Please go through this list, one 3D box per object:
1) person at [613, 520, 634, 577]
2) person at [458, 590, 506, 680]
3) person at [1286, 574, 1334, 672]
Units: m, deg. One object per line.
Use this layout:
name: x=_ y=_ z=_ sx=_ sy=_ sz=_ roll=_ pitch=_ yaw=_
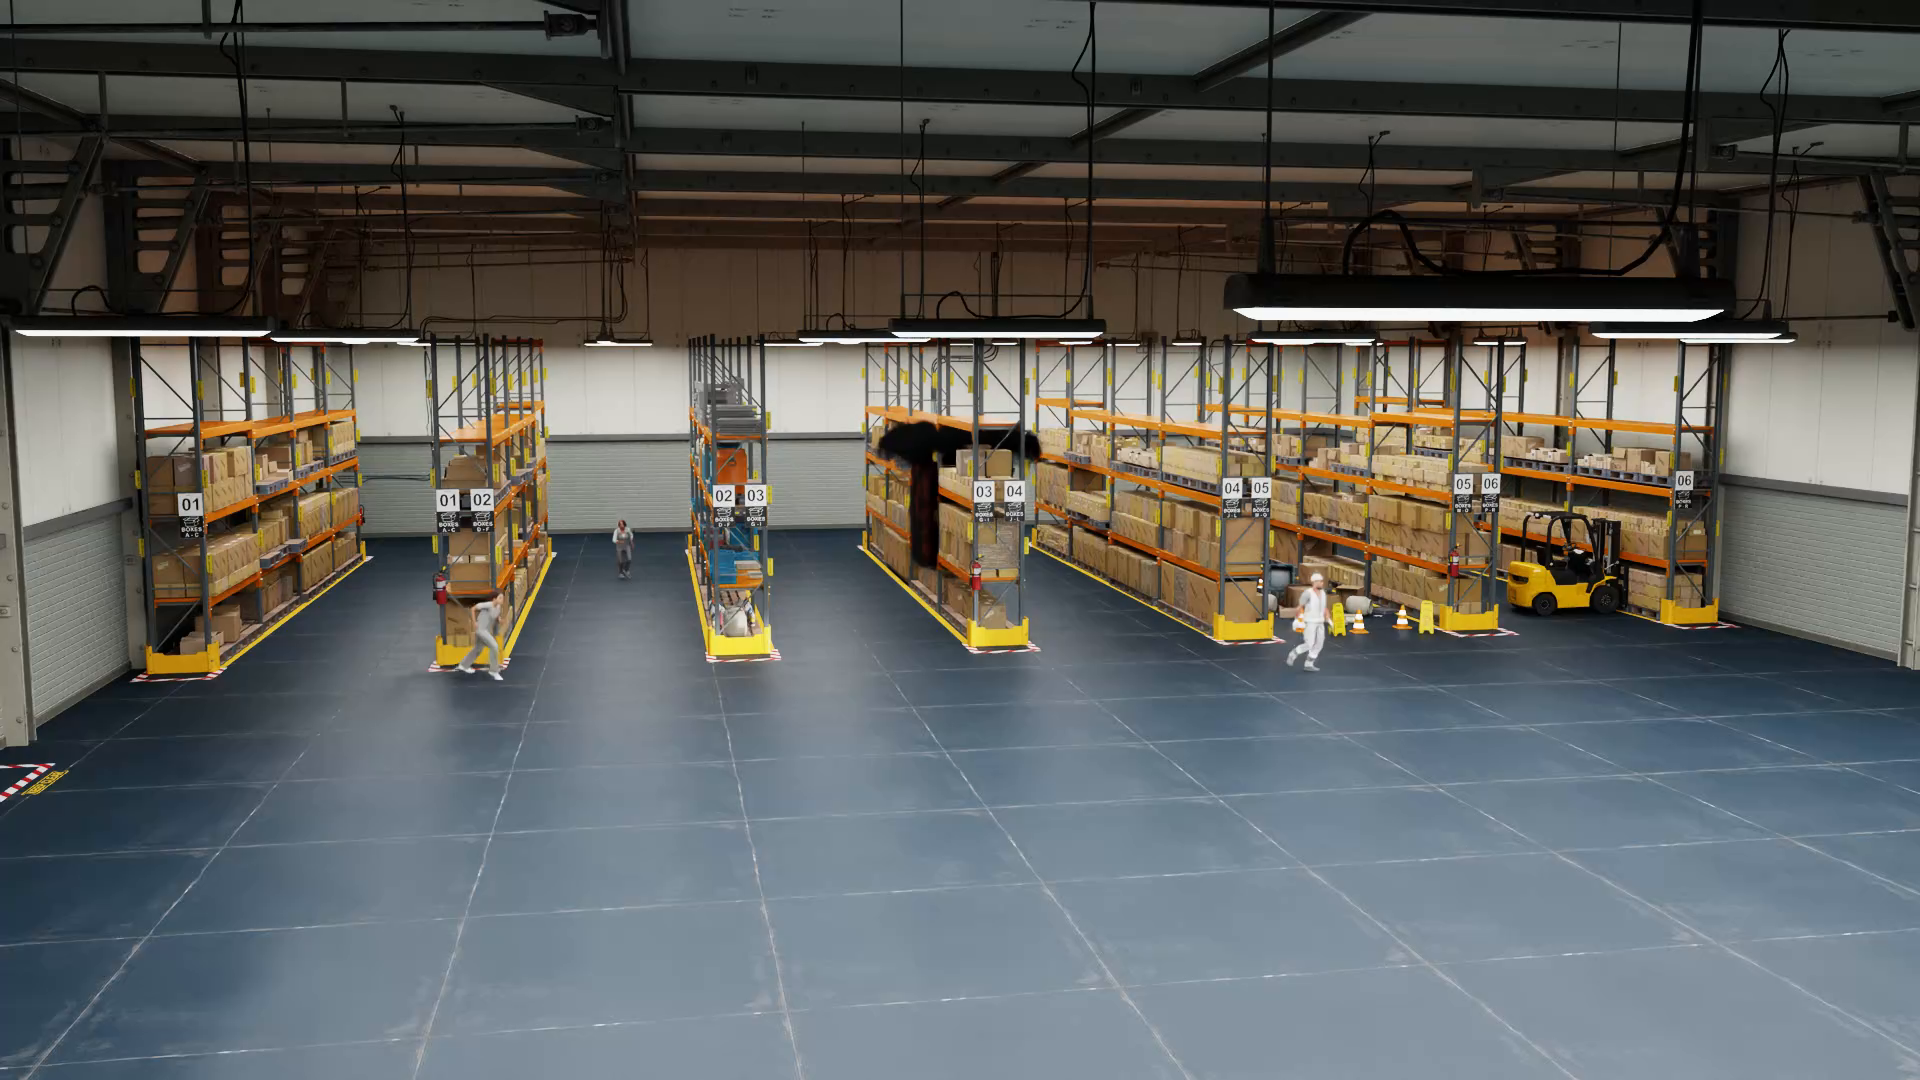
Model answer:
person: x=-8.398 y=0.228 z=41.503 sx=0.545 sy=1.480 sz=0.841 roll=-2 pitch=7 yaw=-19
person: x=-8.348 y=1.654 z=28.930 sx=0.954 sy=1.624 sz=0.611 roll=2 pitch=7 yaw=19
person: x=6.211 y=1.464 z=29.583 sx=0.767 sy=1.748 sz=0.590 roll=-4 pitch=8 yaw=-33
